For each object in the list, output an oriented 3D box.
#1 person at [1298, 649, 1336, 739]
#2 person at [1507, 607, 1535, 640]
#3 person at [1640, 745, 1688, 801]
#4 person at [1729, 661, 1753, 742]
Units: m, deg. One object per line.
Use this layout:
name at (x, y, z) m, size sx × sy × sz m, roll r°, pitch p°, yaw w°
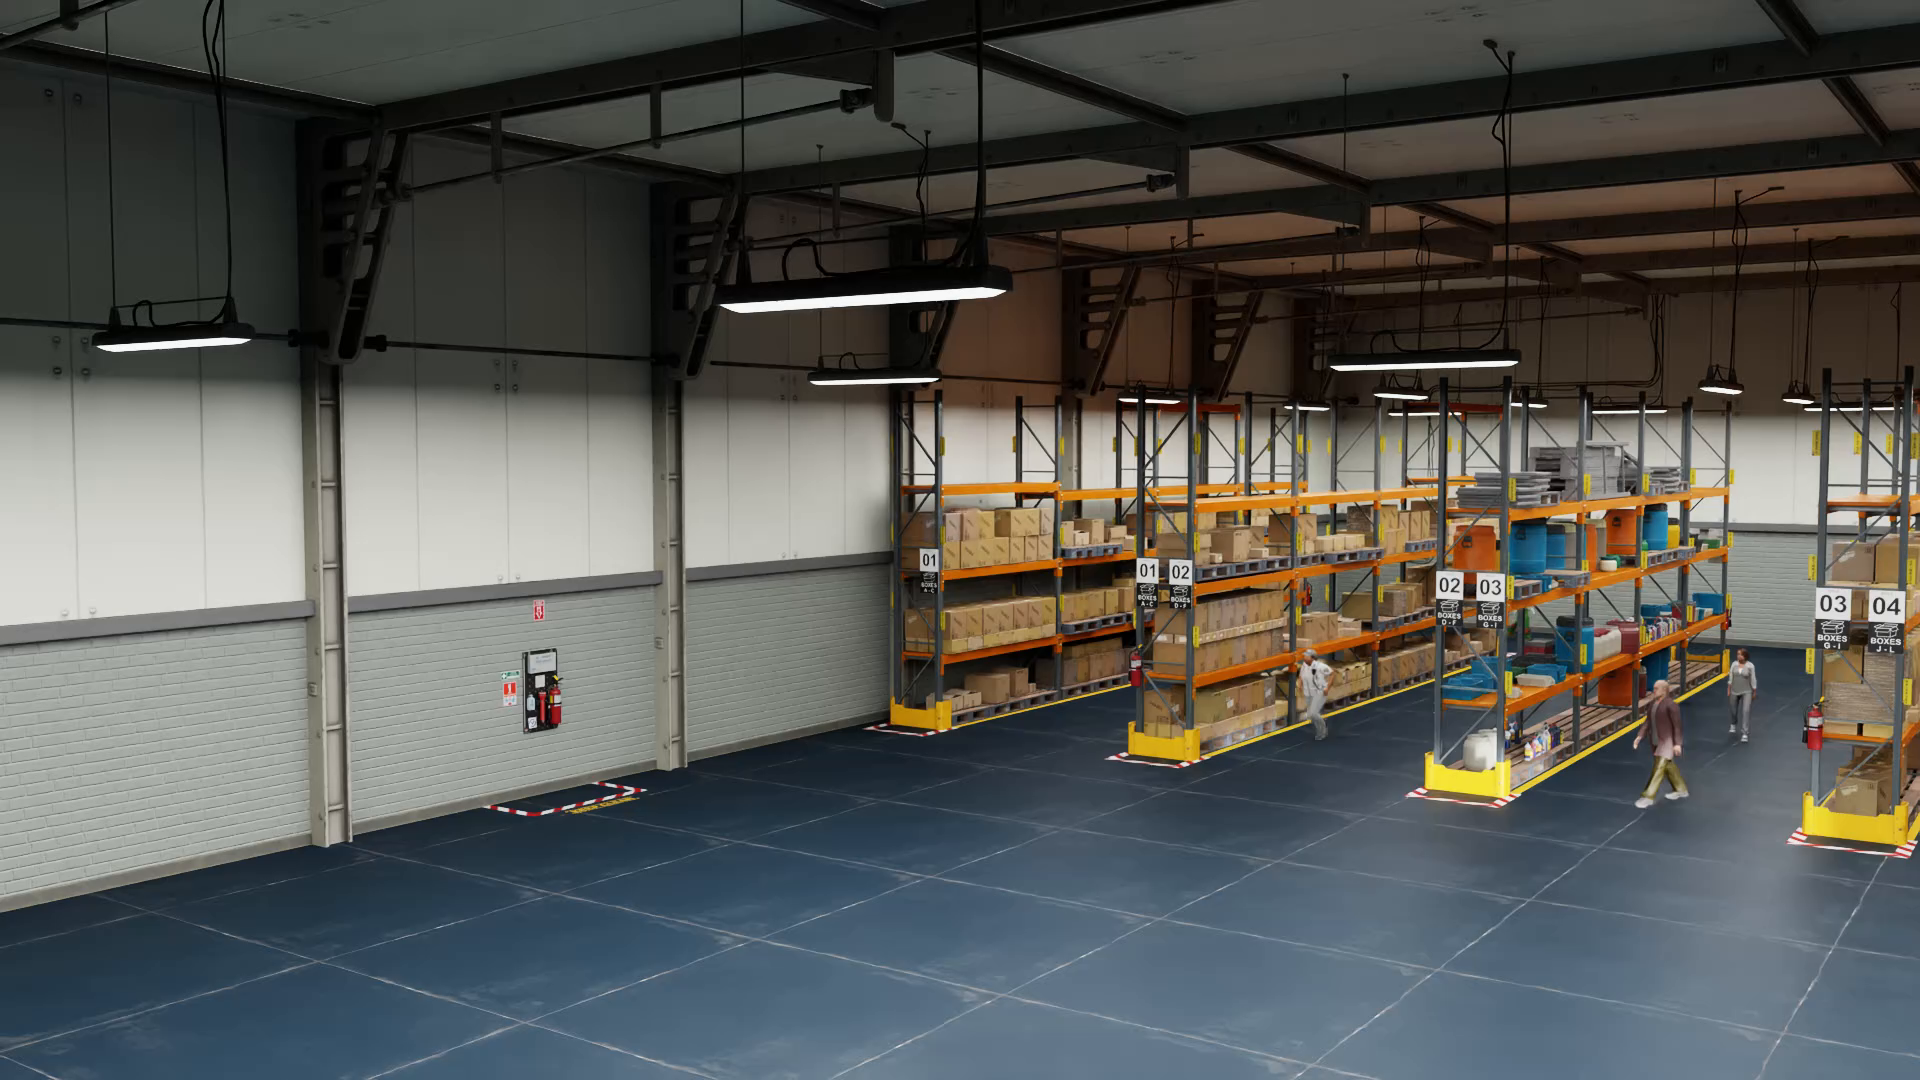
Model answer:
person at (6.083, 2.622, 28.250) m, size 0.665 × 1.582 × 0.738 m, roll 3°, pitch 5°, yaw 45°
person at (14.456, 1.737, 42.669) m, size 0.496 × 1.738 × 1.076 m, roll -2°, pitch 4°, yaw -29°
person at (9.821, 3.126, 23.210) m, size 0.960 × 0.963 × 0.392 m, roll -1°, pitch 3°, yaw -21°
person at (13.335, 2.834, 28.385) m, size 0.367 × 1.099 × 0.883 m, roll 1°, pitch 4°, yaw 24°
